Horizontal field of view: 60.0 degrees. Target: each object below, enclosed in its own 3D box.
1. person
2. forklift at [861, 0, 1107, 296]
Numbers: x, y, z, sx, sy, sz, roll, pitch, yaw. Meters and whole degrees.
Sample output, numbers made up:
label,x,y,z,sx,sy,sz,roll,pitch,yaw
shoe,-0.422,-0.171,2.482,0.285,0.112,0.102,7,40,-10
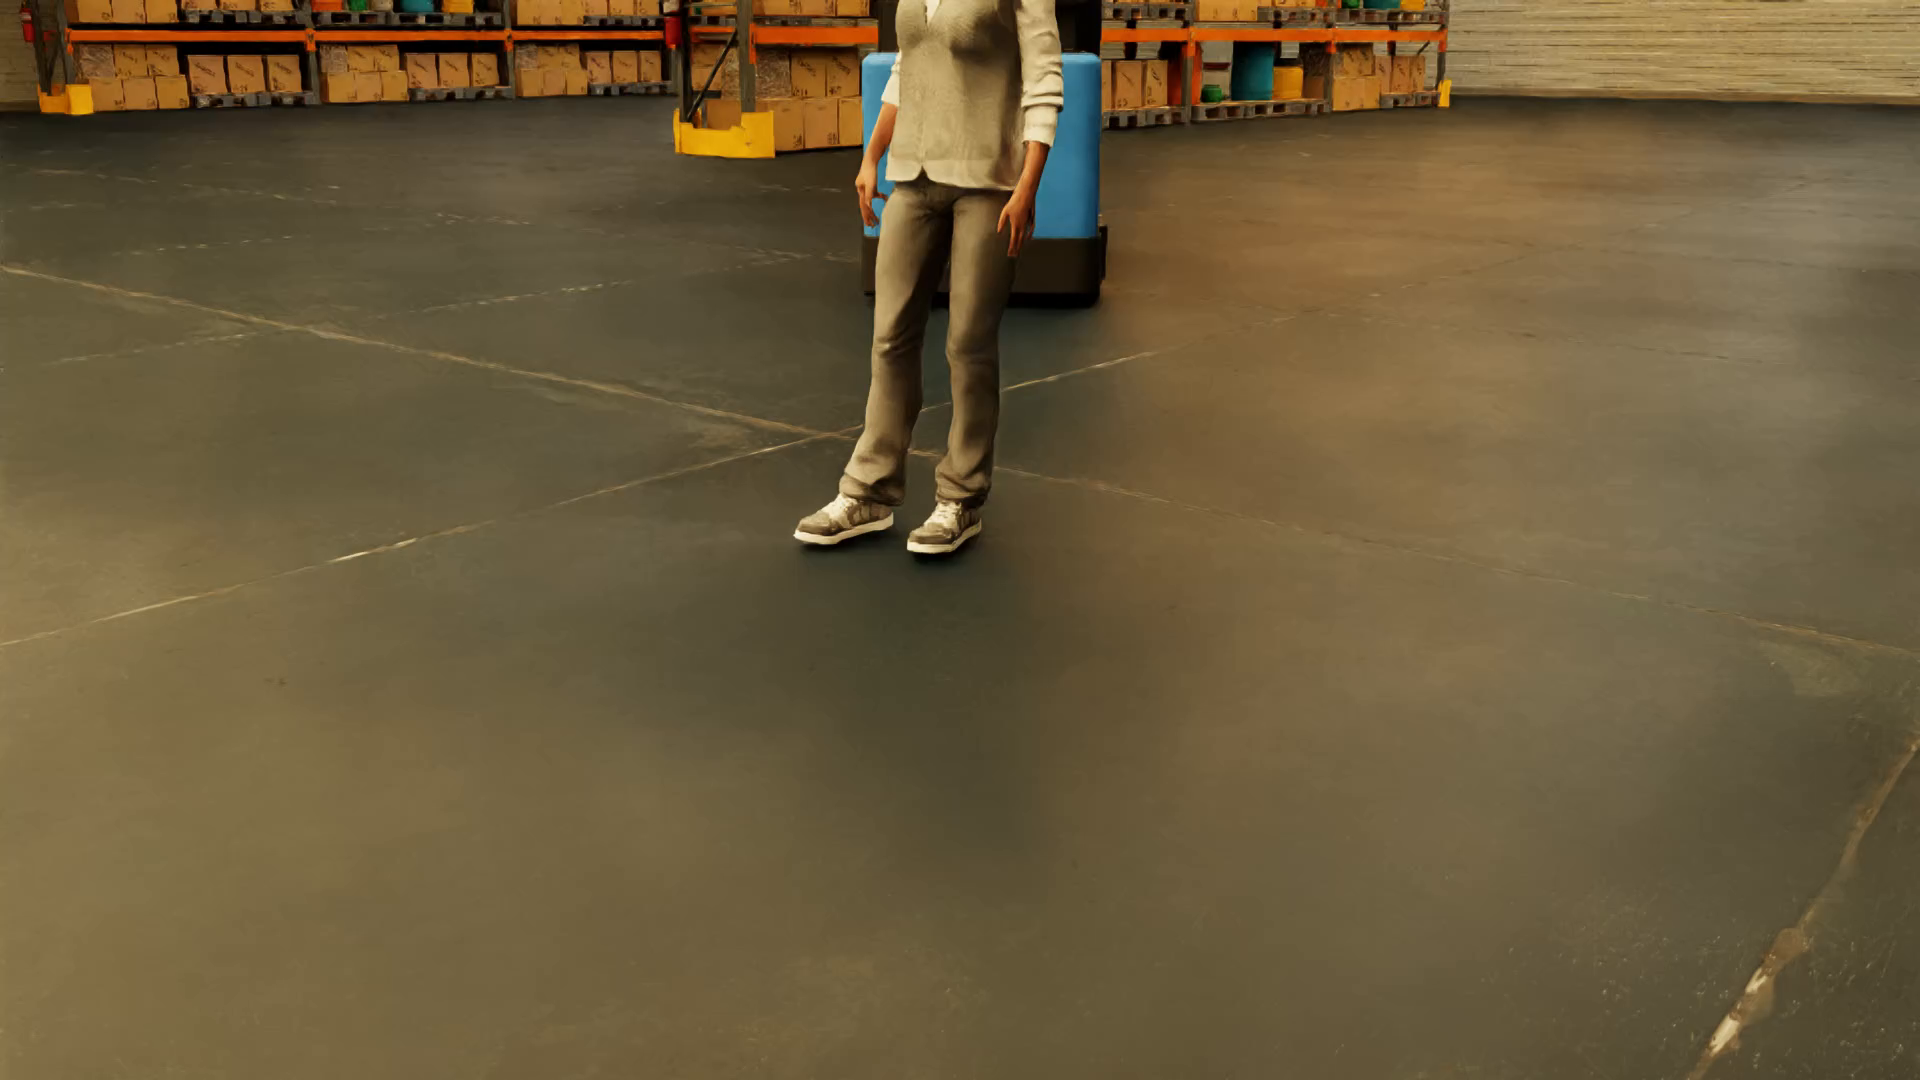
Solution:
label,x,y,z,sx,sy,sz,roll,pitch,yaw
person,-0.058,-0.757,3.662,0.521,1.597,0.474,13,21,37
forklift,0.155,-2.849,8.280,1.130,2.935,3.031,1,17,2
